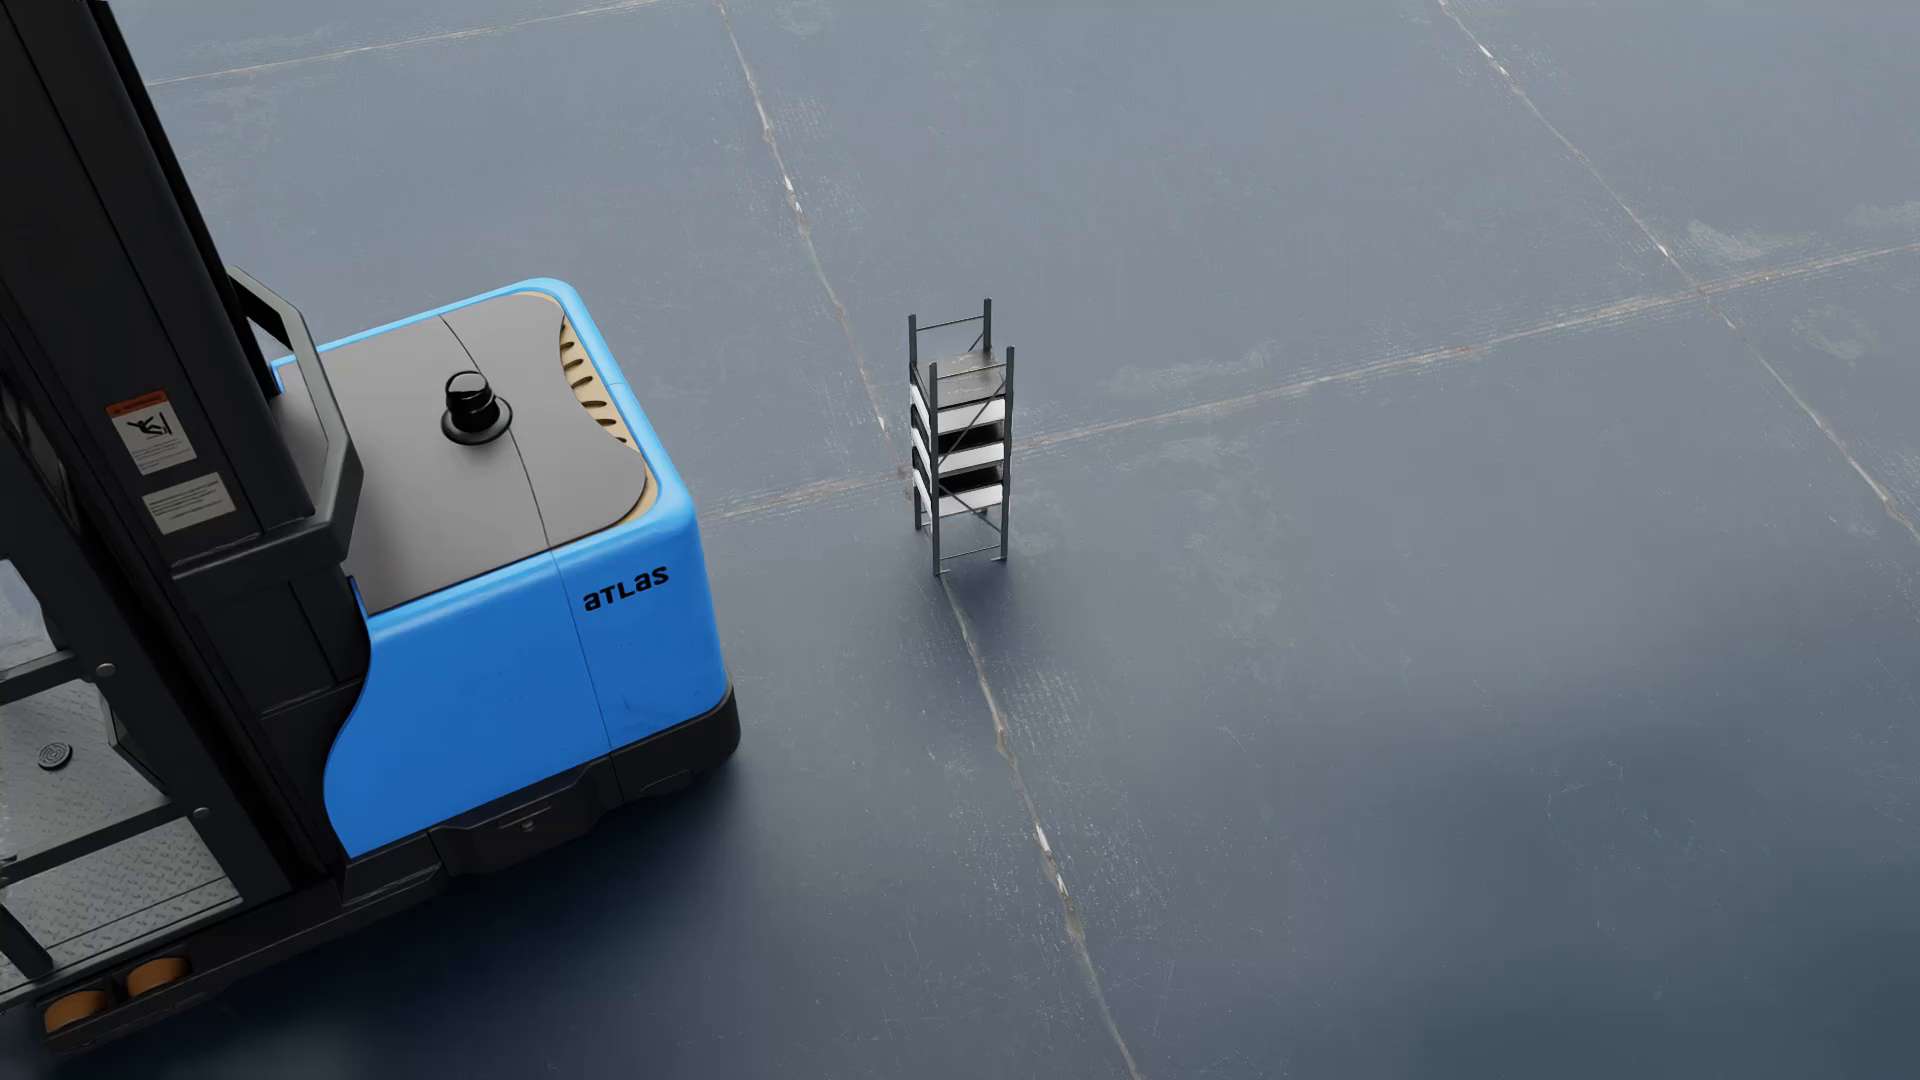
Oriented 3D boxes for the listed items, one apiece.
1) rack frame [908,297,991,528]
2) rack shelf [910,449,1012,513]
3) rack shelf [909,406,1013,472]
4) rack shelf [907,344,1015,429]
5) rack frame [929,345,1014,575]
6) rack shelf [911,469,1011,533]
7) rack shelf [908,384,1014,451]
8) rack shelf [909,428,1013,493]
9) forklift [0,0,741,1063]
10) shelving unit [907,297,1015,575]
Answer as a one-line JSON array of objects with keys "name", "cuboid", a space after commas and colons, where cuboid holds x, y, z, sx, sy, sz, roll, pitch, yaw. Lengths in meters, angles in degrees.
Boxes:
[{"name": "rack frame", "cuboid": [-0.028, -0.358, 4.964, 0.240, 0.900, 0.006, -13, 51, -11]}, {"name": "rack shelf", "cuboid": [0.002, -0.205, 4.995, 0.258, 0.077, 0.200, -13, 51, -11]}, {"name": "rack shelf", "cuboid": [0.002, -0.321, 4.858, 0.258, 0.077, 0.200, -13, 51, -11]}, {"name": "rack shelf", "cuboid": [0.002, -0.437, 4.720, 0.258, 0.077, 0.200, -13, 51, -11]}, {"name": "rack frame", "cuboid": [0.032, -0.210, 4.838, 0.240, 0.900, 0.006, -13, 51, -11]}, {"name": "rack shelf", "cuboid": [0.002, -0.147, 5.064, 0.258, 0.077, 0.200, -13, 51, -11]}, {"name": "rack shelf", "cuboid": [0.002, -0.379, 4.789, 0.258, 0.077, 0.200, -13, 51, -11]}, {"name": "rack shelf", "cuboid": [0.002, -0.263, 4.926, 0.258, 0.077, 0.200, -13, 51, -11]}, {"name": "forklift", "cuboid": [-2.166, -0.131, 3.443, 3.031, 2.935, 1.130, -22, 53, -17]}, {"name": "shelving unit", "cuboid": [0.002, -0.284, 4.901, 0.258, 0.900, 0.210, -13, 51, -11]}]
